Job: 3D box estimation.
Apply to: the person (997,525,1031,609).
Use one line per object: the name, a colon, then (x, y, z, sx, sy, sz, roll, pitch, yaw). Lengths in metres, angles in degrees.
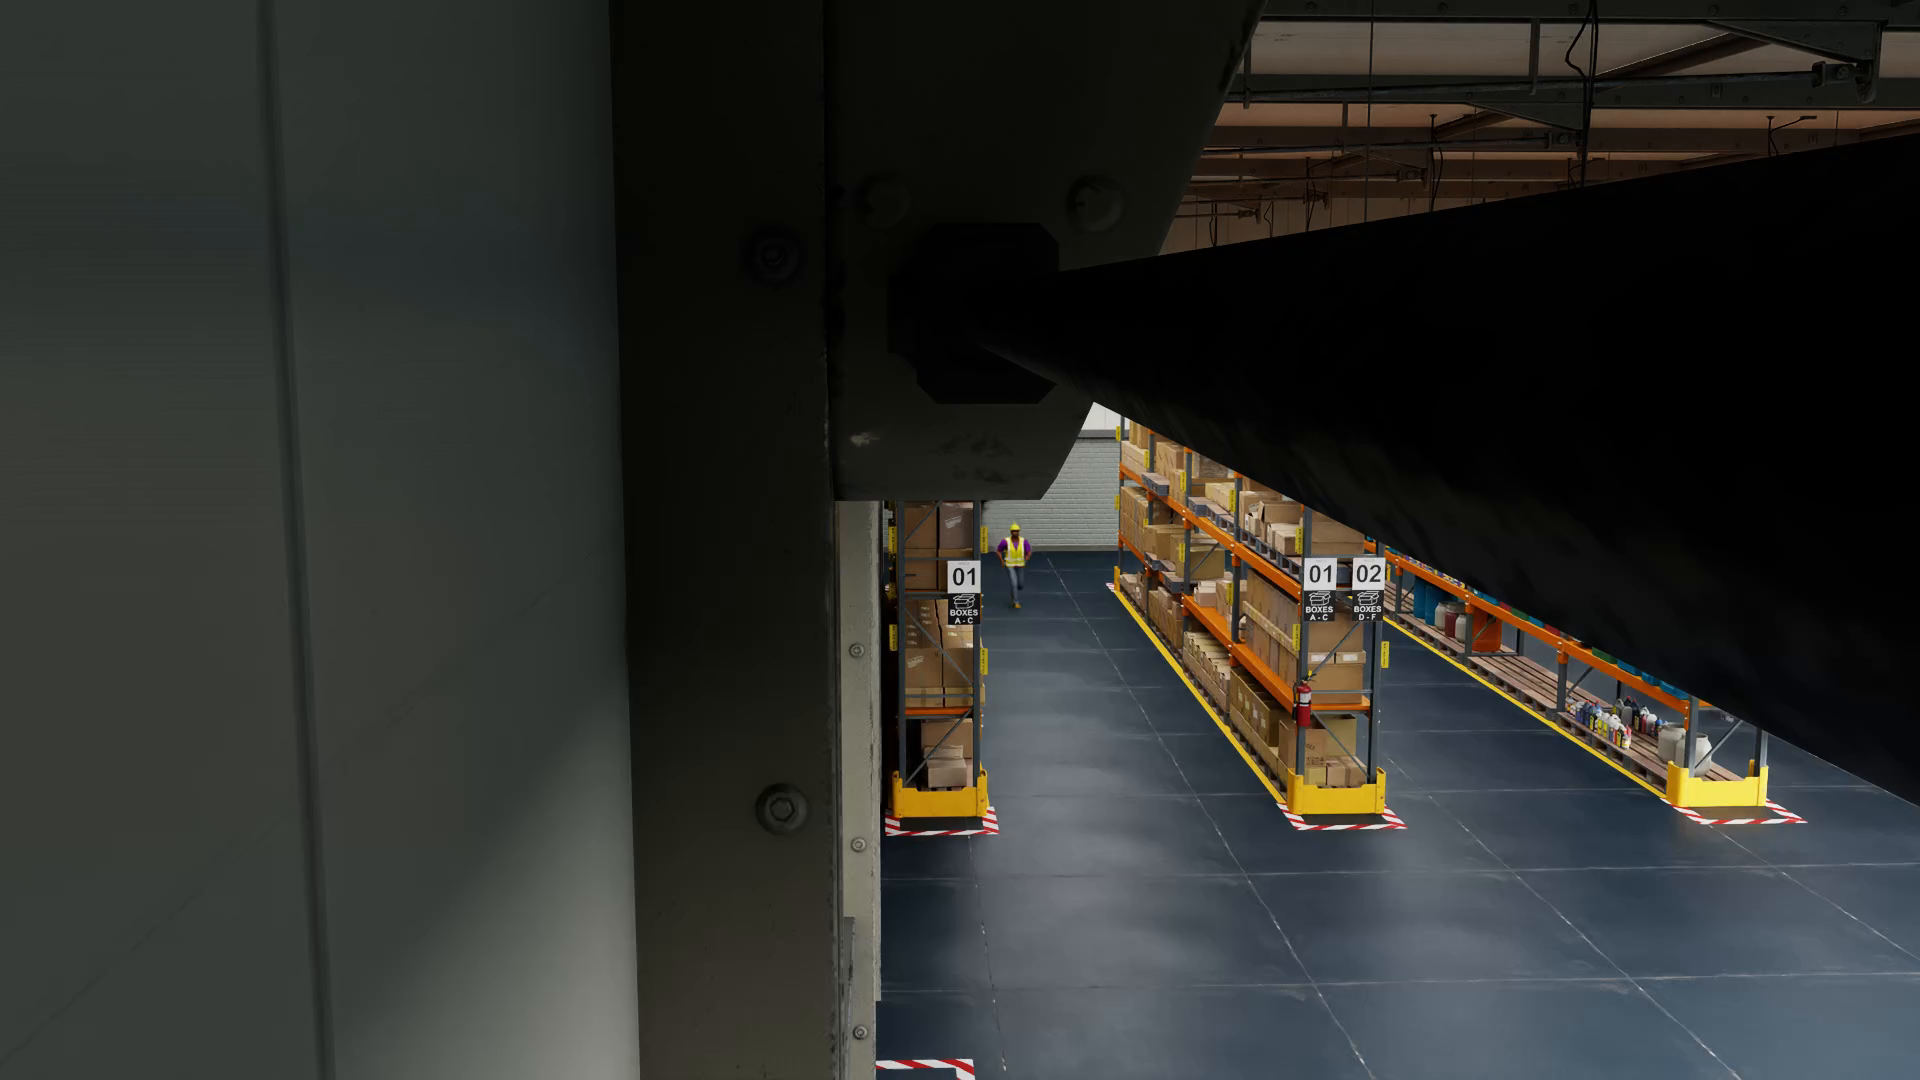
person: (1.125, 0.535, 34.339, 0.702, 1.735, 0.716, -2, 8, -11)

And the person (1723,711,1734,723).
person: (11.594, 1.931, 25.400, 0.658, 1.625, 0.966, -2, 8, -13)
